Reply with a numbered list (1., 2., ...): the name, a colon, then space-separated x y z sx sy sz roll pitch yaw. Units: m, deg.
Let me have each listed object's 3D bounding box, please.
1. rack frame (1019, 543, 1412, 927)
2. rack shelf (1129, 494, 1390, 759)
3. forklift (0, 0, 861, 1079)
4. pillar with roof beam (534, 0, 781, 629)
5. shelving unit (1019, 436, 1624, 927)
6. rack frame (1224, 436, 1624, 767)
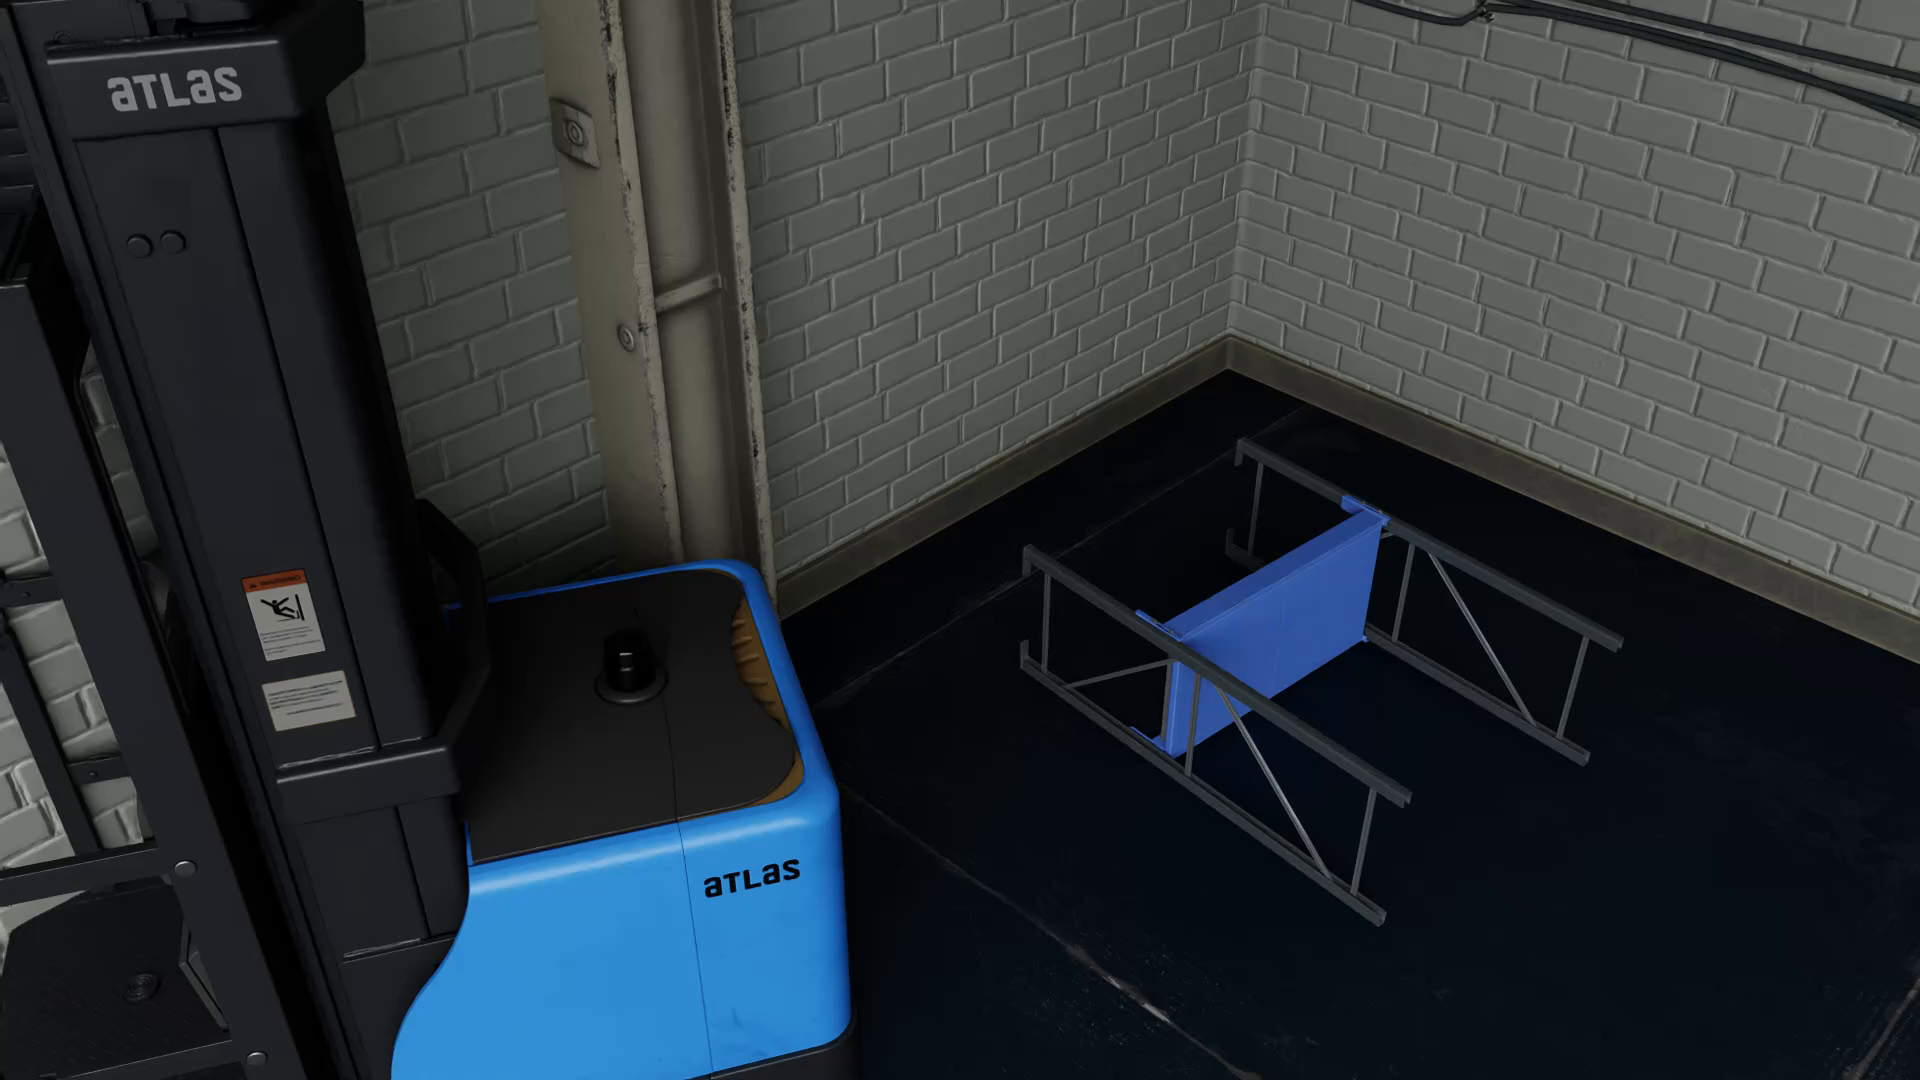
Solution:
1. rack frame: 0.697 0.548 4.994 0.032 0.500 1.500 -26 42 -32
2. rack shelf: 0.969 0.281 5.376 1.000 0.538 0.185 -26 42 -32
3. forklift: -1.825 0.221 3.370 3.031 2.935 1.130 -10 36 -14
4. pillar with roof beam: 2.224 -1.460 0.477 9.100 9.000 0.400 30 45 35
5. shelving unit: 1.085 0.360 5.263 1.048 0.538 1.500 -26 42 -32
6. rack frame: 1.473 0.172 5.533 0.032 0.500 1.500 -26 42 -32
